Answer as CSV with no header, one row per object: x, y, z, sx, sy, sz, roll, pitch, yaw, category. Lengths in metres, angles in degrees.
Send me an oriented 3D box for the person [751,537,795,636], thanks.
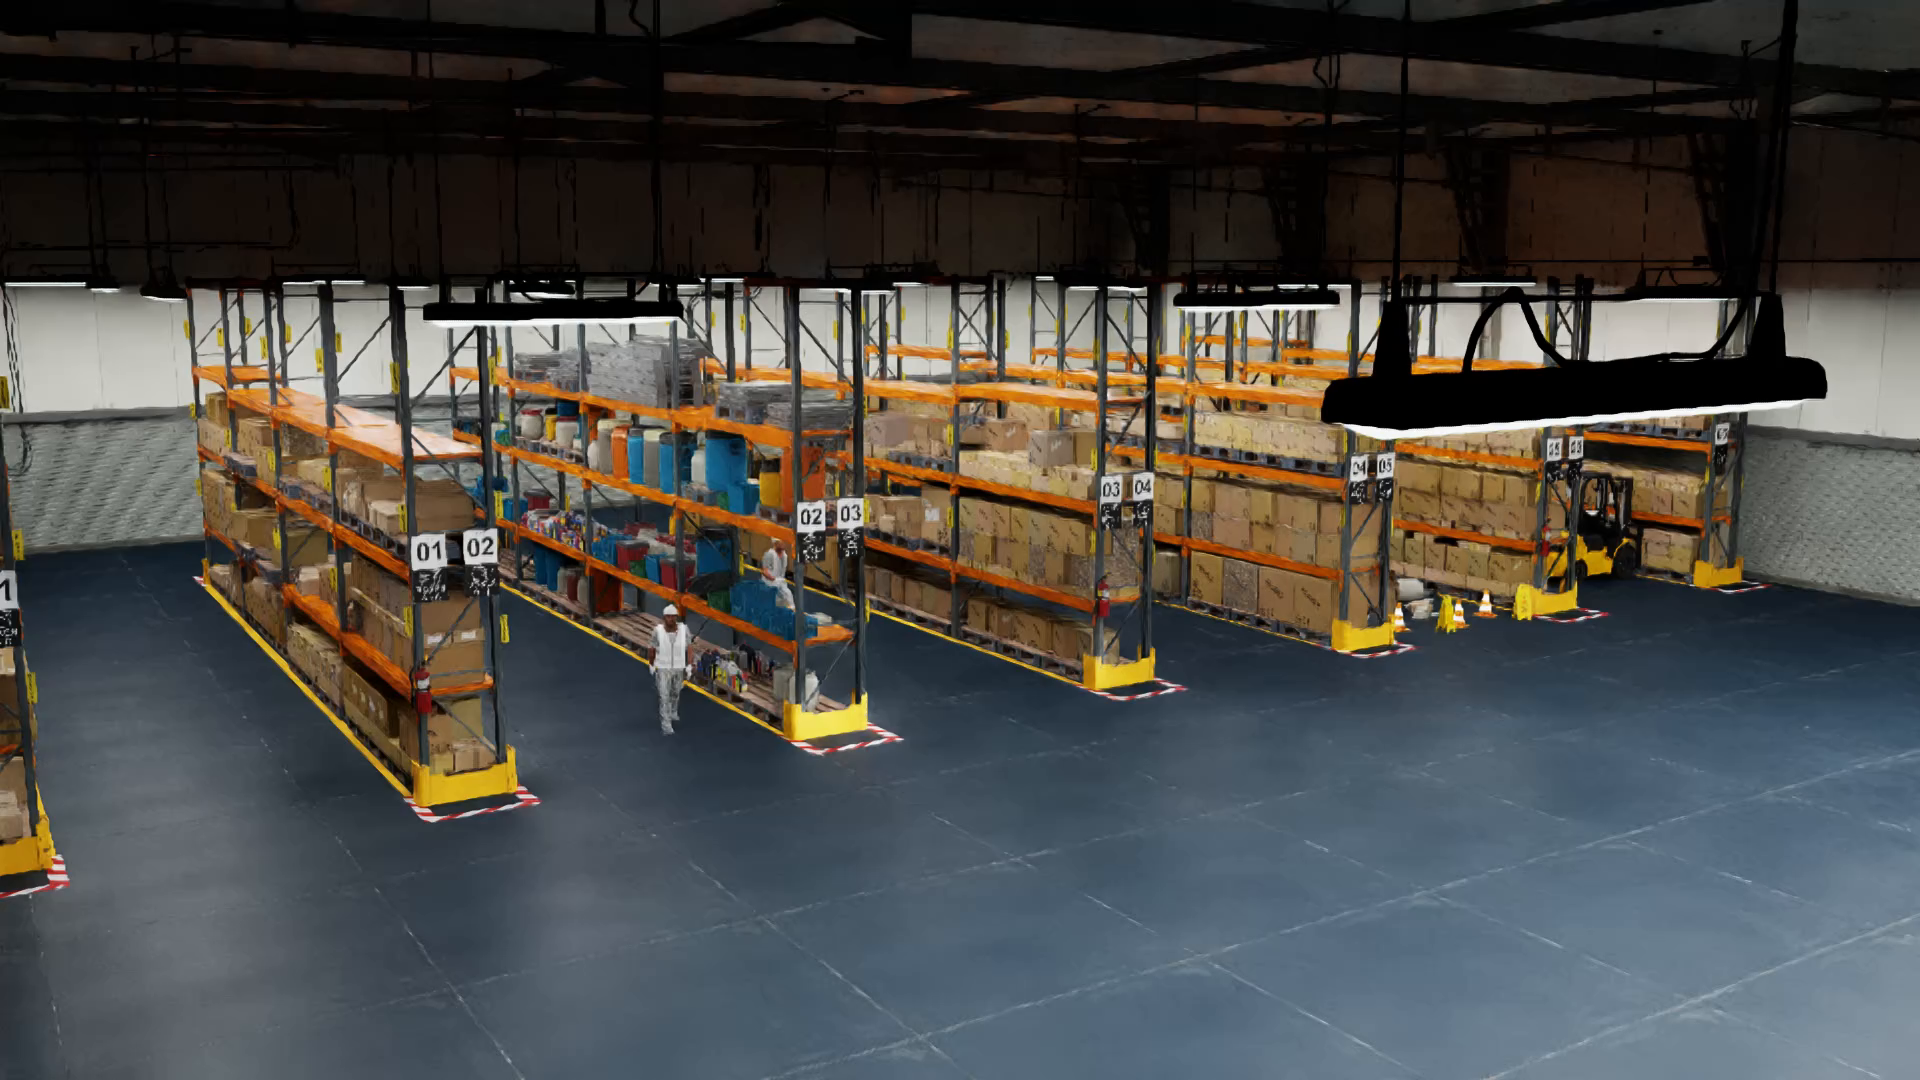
-3.005,0.718,26.850,0.841,1.722,0.663,8,12,38,person

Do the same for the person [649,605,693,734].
-3.896,1.720,22.539,0.553,1.724,1.036,-4,10,-23,person
